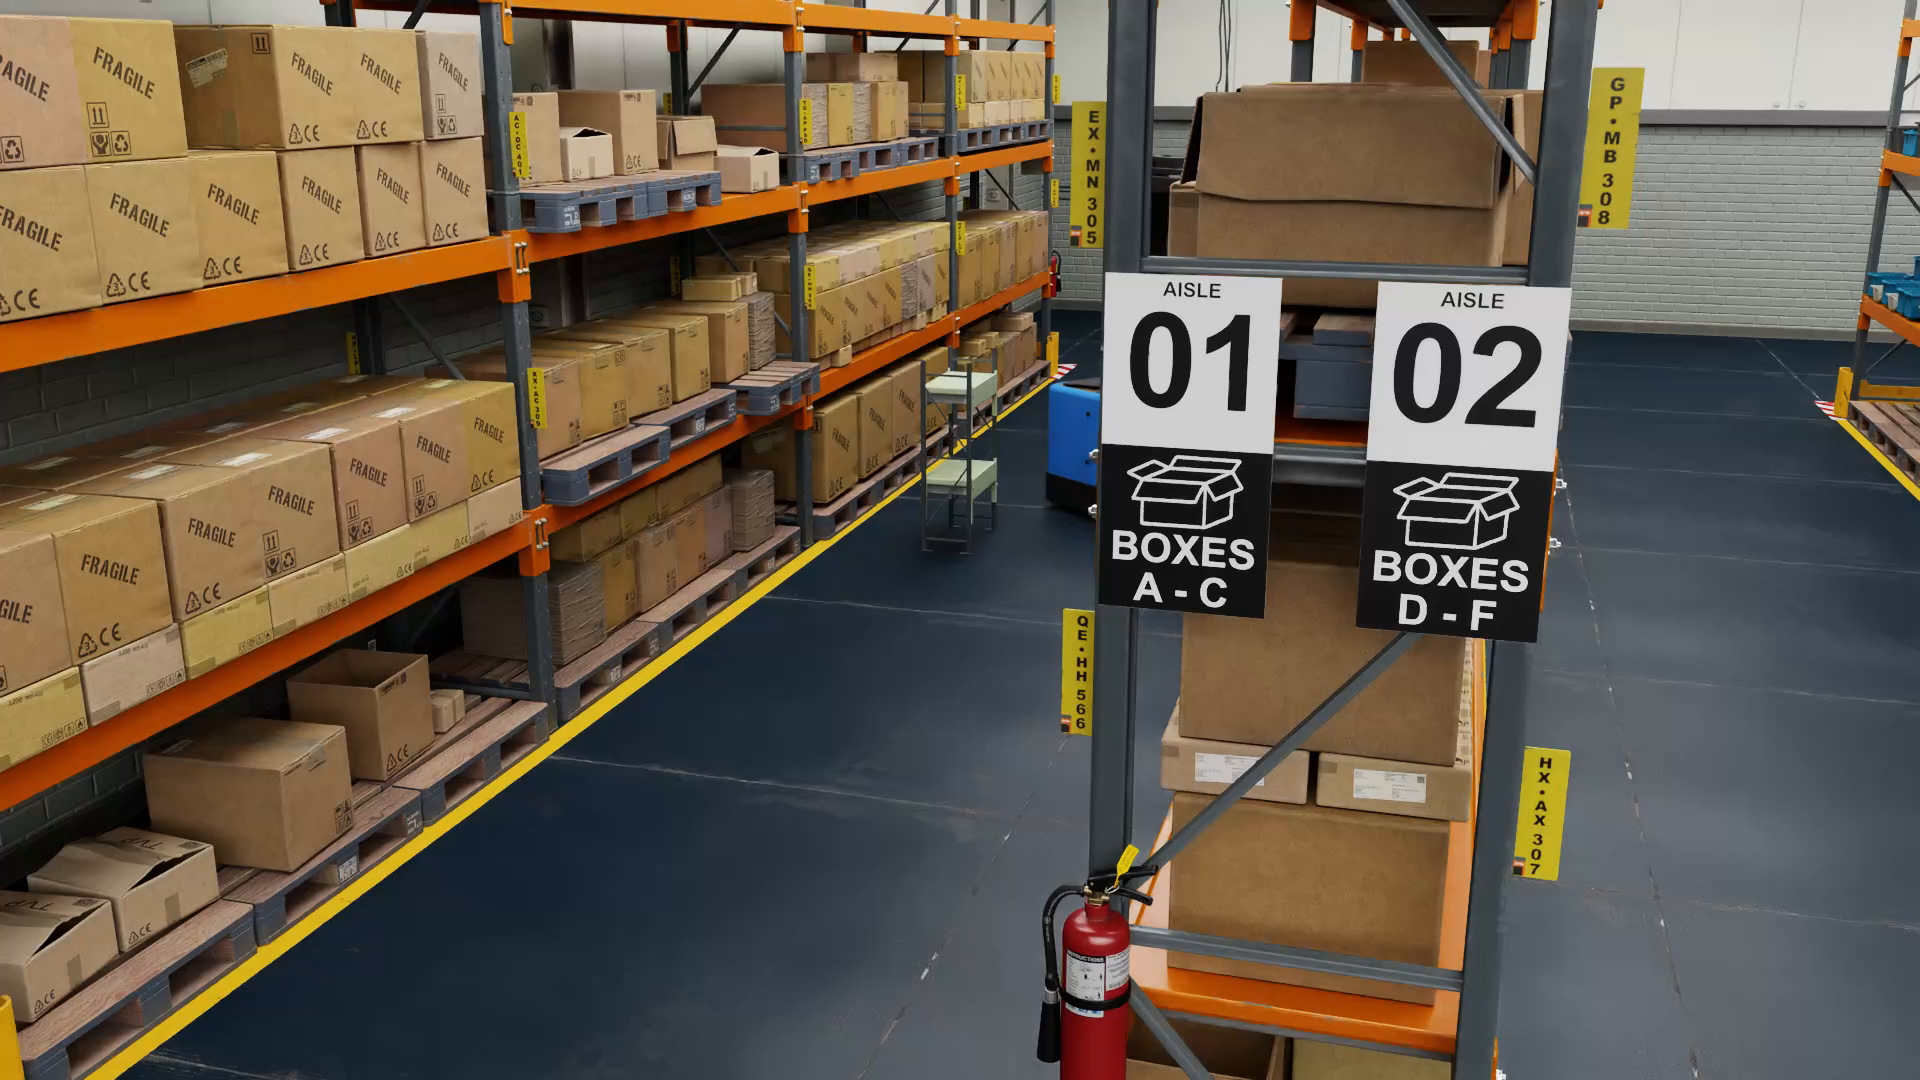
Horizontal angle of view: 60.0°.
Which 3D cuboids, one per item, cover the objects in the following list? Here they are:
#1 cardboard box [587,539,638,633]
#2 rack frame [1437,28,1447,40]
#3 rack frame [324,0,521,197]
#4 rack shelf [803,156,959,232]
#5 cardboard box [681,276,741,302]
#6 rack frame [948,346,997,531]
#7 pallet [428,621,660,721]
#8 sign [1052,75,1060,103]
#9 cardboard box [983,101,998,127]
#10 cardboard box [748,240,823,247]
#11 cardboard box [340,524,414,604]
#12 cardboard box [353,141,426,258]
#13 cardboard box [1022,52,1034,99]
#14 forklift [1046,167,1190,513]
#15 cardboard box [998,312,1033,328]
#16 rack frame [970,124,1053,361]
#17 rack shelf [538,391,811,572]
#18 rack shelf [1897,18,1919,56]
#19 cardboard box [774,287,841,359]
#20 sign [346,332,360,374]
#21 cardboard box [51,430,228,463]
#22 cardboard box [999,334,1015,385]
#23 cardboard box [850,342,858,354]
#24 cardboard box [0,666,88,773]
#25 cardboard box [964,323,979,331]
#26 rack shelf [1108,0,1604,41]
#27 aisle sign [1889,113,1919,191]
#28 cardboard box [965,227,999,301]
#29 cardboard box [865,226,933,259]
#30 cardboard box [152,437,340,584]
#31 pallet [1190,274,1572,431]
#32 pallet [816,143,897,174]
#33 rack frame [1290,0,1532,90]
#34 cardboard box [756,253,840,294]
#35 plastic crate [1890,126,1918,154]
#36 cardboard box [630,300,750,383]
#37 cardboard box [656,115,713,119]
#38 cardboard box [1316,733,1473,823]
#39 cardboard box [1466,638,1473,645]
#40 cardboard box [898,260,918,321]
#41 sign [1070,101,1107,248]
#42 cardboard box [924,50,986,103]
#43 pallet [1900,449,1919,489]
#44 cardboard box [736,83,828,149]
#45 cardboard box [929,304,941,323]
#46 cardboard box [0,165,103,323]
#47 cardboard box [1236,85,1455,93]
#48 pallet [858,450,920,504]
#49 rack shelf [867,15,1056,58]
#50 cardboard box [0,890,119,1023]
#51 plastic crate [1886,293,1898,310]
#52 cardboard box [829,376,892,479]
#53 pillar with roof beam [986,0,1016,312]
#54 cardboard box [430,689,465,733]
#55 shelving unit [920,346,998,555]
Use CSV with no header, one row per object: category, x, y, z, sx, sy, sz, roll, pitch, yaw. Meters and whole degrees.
cardboard box,-2.503,0.274,10.640,0.700,0.500,0.500,4,16,15
rack frame,5.362,-6.026,18.085,0.949,2.616,0.053,5,16,16
rack frame,-2.795,-3.270,8.366,1.000,3.000,0.127,5,16,16
rack shelf,-1.090,-3.050,14.408,1.077,0.370,4.000,5,16,16
cardboard box,-1.805,-1.824,12.085,0.380,0.149,0.250,2,16,7
rack frame,0.102,-0.816,13.456,0.400,1.500,0.023,5,16,16
pallet,-2.575,0.754,10.284,1.003,0.211,1.213,5,16,16
sign,1.131,-5.308,19.573,0.100,0.325,0.005,5,16,16
cardboard box,0.086,-4.390,17.136,0.500,0.250,0.500,4,16,15
cardboard box,-1.479,-2.400,14.154,0.500,0.250,0.500,4,16,14
cardboard box,-2.917,0.089,7.758,0.500,0.250,0.500,5,16,16
cardboard box,-2.858,-1.602,7.763,0.500,0.500,0.500,3,16,11
cardboard box,0.516,-5.162,18.483,0.500,0.500,0.500,5,17,18
forklift,2.217,-1.805,14.440,3.031,2.867,1.129,-12,20,-36
cardboard box,0.650,-2.596,19.608,0.380,0.149,0.250,4,16,15
rack frame,0.615,-3.523,20.254,1.000,3.000,0.127,5,16,16
rack shelf,-2.227,-0.561,11.128,1.077,0.370,4.000,5,16,16
rack shelf,9.545,-4.579,15.034,1.077,0.370,4.000,5,16,16
cardboard box,-1.275,-1.738,13.196,0.500,0.500,0.500,5,17,18
sign,-3.328,-0.983,9.176,0.100,0.325,0.005,5,16,16
cardboard box,-3.564,-0.174,7.308,0.500,0.500,0.500,5,17,17
cardboard box,0.227,-2.069,18.939,0.700,0.500,0.500,4,16,14
cardboard box,-1.088,-1.659,14.106,0.380,0.149,0.250,5,17,17
cardboard box,-3.489,0.622,5.877,0.500,0.250,0.500,4,16,14
cardboard box,-0.003,-2.360,18.776,0.380,0.149,0.250,5,17,16
rack shelf,1.387,-1.825,5.324,1.077,0.370,4.000,5,16,16
aisle sign,9.849,-4.047,17.338,0.394,0.787,0.004,5,16,16
cardboard box,-0.139,-2.952,17.691,0.980,0.700,0.700,4,16,14
cardboard box,-0.564,-2.763,15.435,0.500,0.250,0.500,5,17,17
cardboard box,-3.070,-0.136,7.177,0.500,0.500,0.500,5,17,18
pallet,1.044,-0.538,4.393,1.003,0.211,1.213,5,16,16
pallet,-1.212,-3.248,14.132,1.003,0.211,1.213,5,17,18
rack frame,1.955,-2.887,7.016,1.000,3.000,0.127,5,16,16
cardboard box,-1.274,-2.098,13.090,0.500,0.250,0.500,5,17,17
plastic crate,9.737,-4.056,16.875,0.497,0.269,0.590,5,16,16
cardboard box,-1.915,-1.418,11.842,0.700,0.500,0.500,3,16,11
cardboard box,-2.084,-2.760,11.848,0.500,0.500,0.500,5,16,16
cardboard box,1.136,0.600,4.346,0.380,0.149,0.250,5,16,15
cardboard box,1.428,0.330,5.298,0.380,0.149,0.250,4,16,14
cardboard box,-0.698,-2.272,15.078,0.500,0.500,0.500,5,16,16
sign,0.302,-0.831,3.787,0.100,0.325,0.005,5,16,16
cardboard box,-0.050,-4.623,16.583,0.500,0.500,0.500,4,16,15
pallet,9.148,-0.562,14.925,1.003,0.211,1.213,5,16,16
cardboard box,-1.476,-3.407,13.358,0.700,0.500,0.500,4,16,13
cardboard box,-0.396,-2.187,15.967,0.380,0.149,0.250,5,17,17
cardboard box,-3.411,-1.044,5.796,0.500,0.500,0.500,6,17,20
cardboard box,1.366,-1.342,5.850,0.797,0.503,0.637,7,17,22
pallet,-1.014,-0.607,15.083,1.003,0.211,1.213,5,16,16
rack shelf,0.047,-5.348,17.743,1.077,0.370,4.000,5,16,16
cardboard box,-3.649,1.571,6.416,0.500,0.311,0.500,3,16,10
plastic crate,9.364,-2.363,16.536,0.250,0.136,0.298,5,16,16
cardboard box,-1.069,-1.009,14.559,0.750,0.750,0.750,5,16,16
pillar with roof beam,4.680,-6.849,20.985,9.100,9.000,0.400,5,16,16
cardboard box,-2.919,0.910,9.010,0.380,0.166,0.250,2,16,9
shelving unit,-0.002,-0.720,13.119,0.431,1.500,0.755,5,16,16
